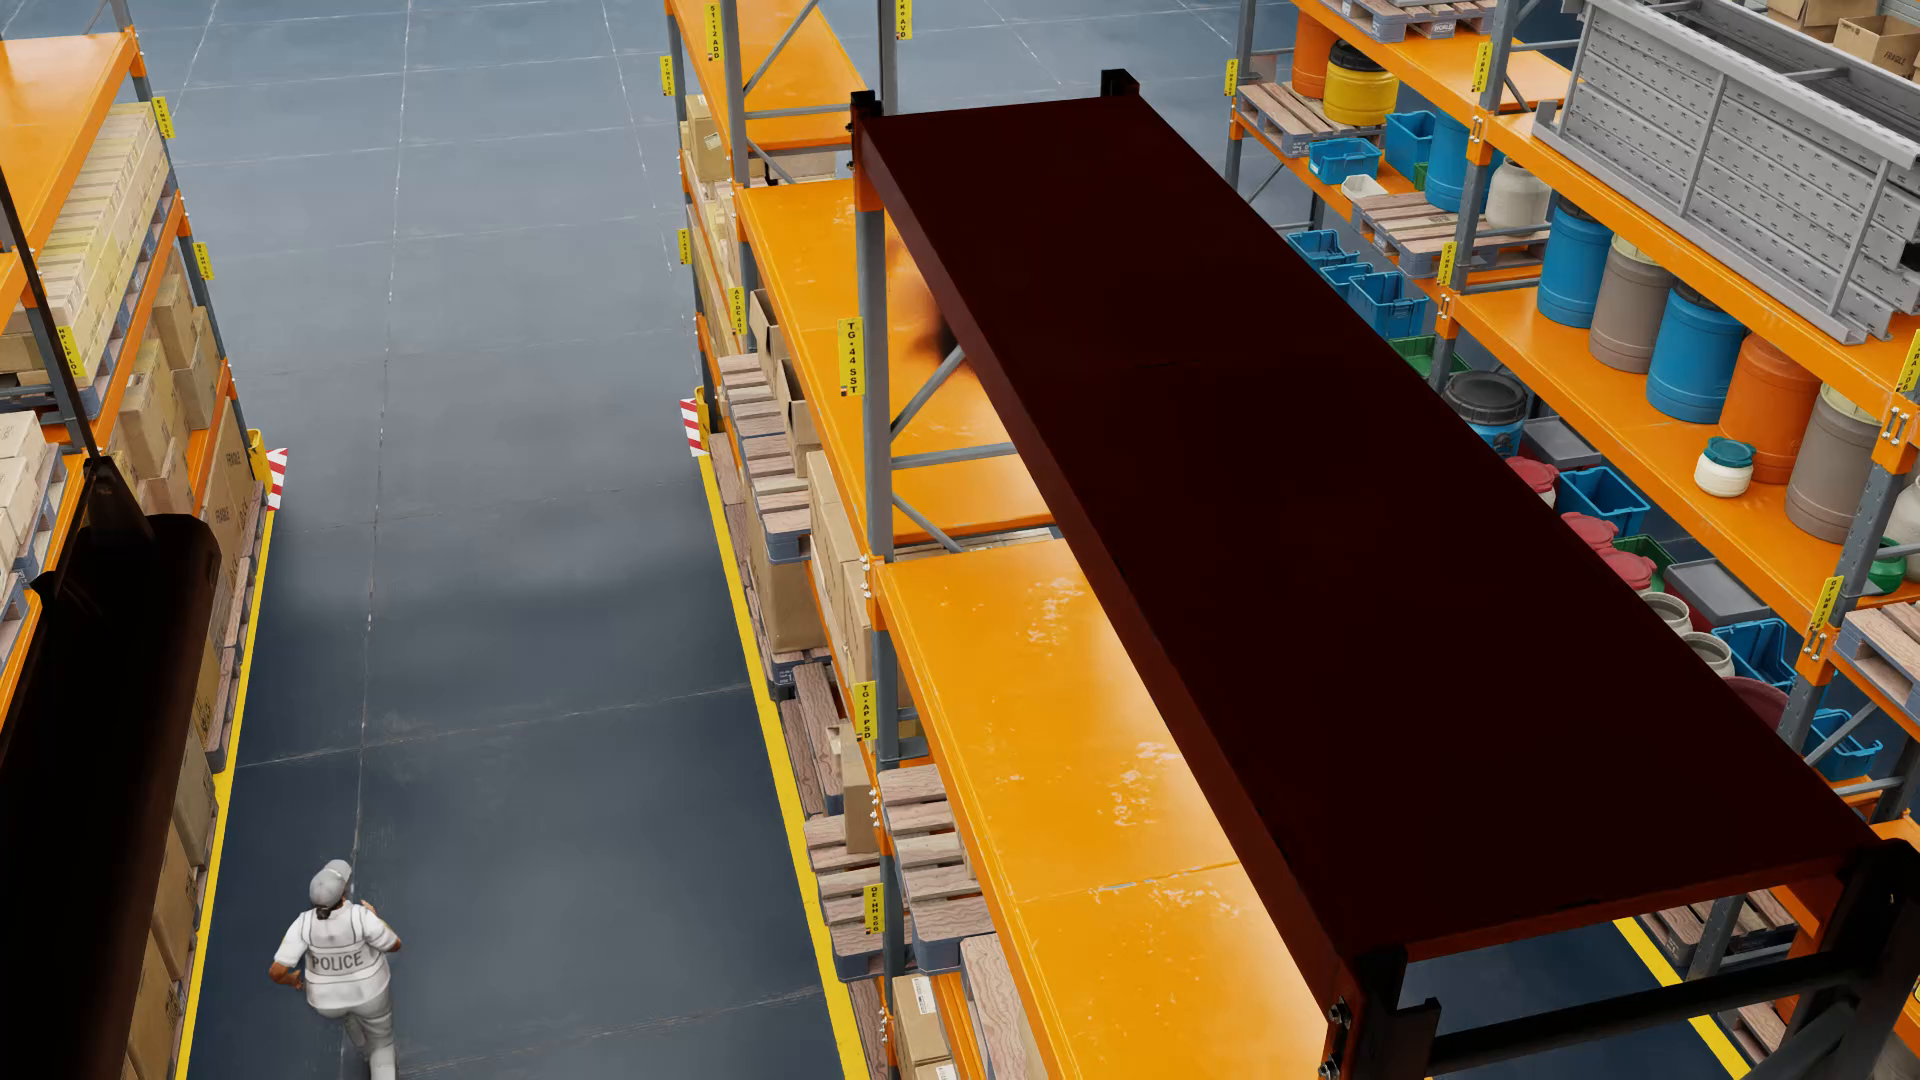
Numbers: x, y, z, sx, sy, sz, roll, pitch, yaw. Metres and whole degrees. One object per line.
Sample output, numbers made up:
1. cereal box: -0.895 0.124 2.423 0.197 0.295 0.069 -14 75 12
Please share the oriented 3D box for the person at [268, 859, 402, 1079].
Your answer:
1. person: -3.304 2.489 9.003 0.622 1.709 0.882 -4 35 -6
